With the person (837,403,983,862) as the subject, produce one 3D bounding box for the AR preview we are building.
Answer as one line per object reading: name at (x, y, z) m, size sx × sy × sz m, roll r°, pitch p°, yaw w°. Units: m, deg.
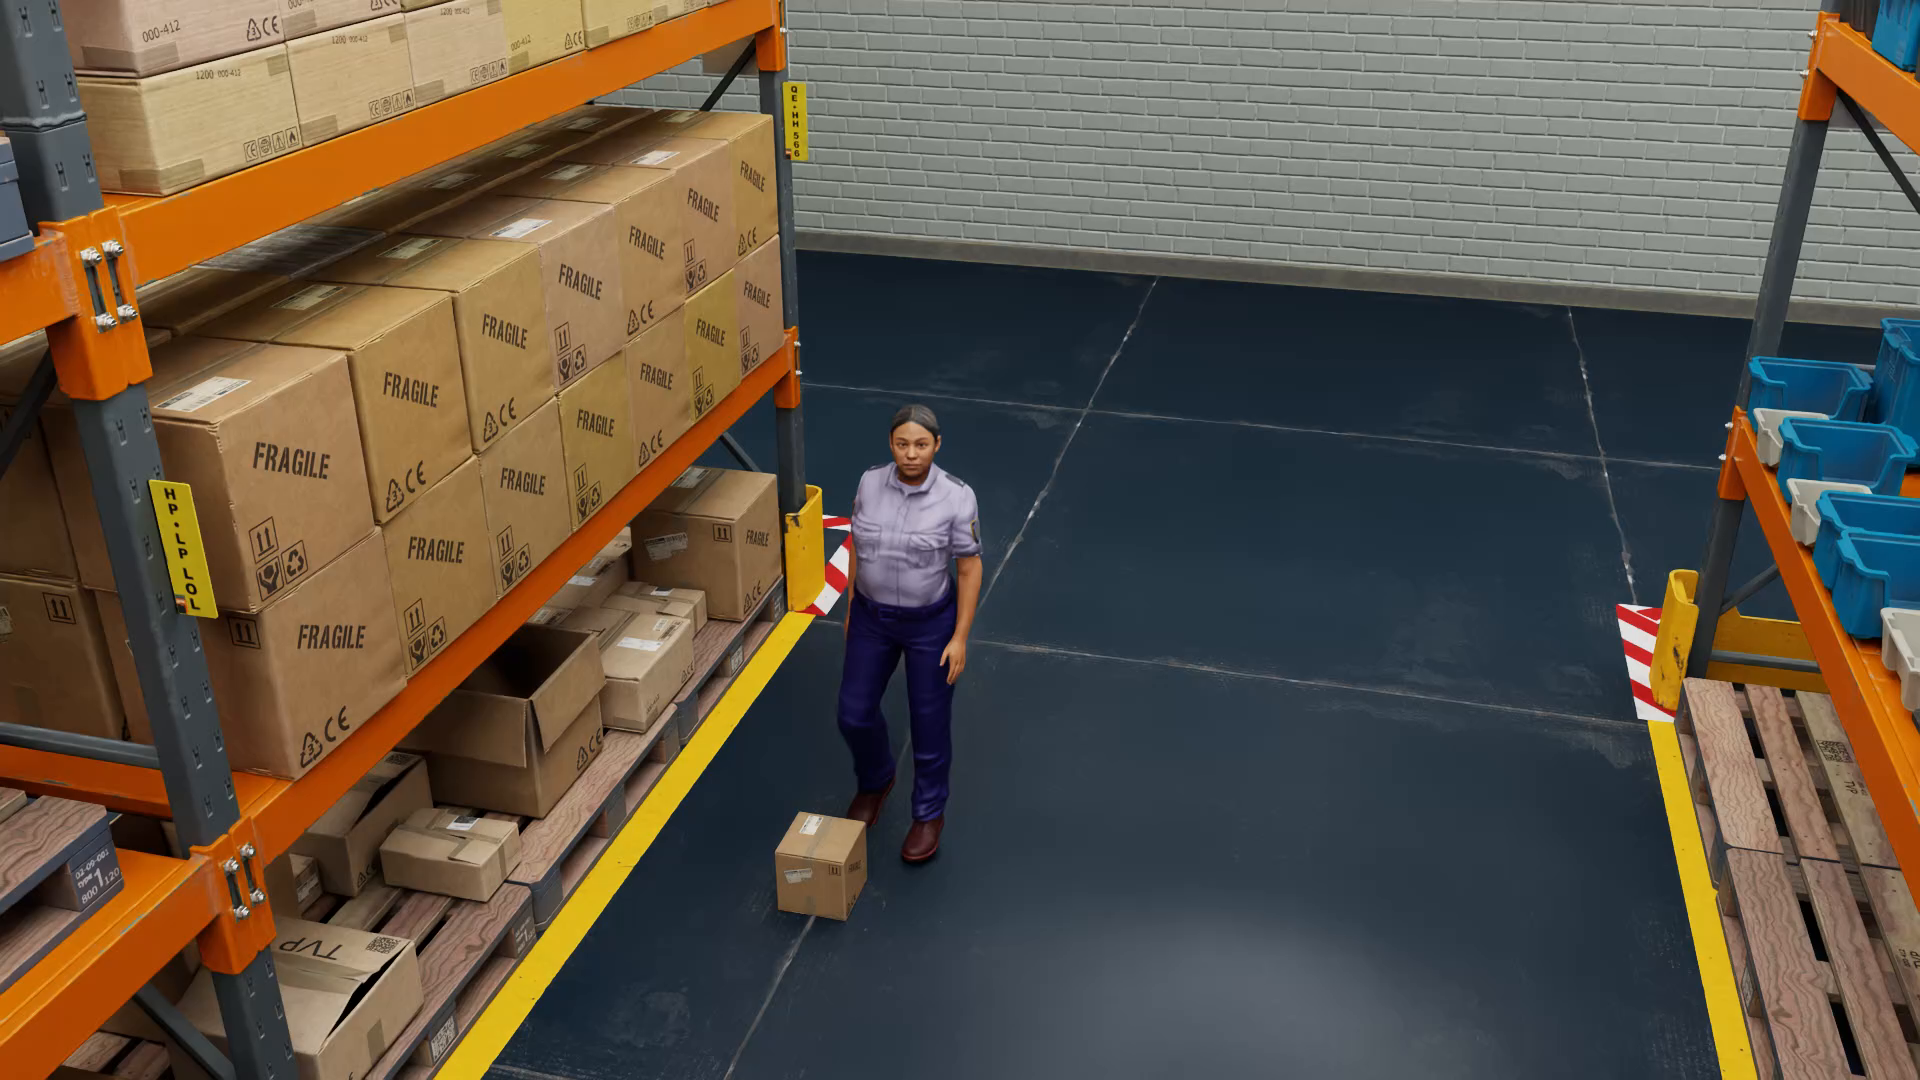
person at (-0.193, 0.355, 5.895) m, size 0.522 × 1.714 × 0.442 m, roll 8°, pitch 27°, yaw 16°
